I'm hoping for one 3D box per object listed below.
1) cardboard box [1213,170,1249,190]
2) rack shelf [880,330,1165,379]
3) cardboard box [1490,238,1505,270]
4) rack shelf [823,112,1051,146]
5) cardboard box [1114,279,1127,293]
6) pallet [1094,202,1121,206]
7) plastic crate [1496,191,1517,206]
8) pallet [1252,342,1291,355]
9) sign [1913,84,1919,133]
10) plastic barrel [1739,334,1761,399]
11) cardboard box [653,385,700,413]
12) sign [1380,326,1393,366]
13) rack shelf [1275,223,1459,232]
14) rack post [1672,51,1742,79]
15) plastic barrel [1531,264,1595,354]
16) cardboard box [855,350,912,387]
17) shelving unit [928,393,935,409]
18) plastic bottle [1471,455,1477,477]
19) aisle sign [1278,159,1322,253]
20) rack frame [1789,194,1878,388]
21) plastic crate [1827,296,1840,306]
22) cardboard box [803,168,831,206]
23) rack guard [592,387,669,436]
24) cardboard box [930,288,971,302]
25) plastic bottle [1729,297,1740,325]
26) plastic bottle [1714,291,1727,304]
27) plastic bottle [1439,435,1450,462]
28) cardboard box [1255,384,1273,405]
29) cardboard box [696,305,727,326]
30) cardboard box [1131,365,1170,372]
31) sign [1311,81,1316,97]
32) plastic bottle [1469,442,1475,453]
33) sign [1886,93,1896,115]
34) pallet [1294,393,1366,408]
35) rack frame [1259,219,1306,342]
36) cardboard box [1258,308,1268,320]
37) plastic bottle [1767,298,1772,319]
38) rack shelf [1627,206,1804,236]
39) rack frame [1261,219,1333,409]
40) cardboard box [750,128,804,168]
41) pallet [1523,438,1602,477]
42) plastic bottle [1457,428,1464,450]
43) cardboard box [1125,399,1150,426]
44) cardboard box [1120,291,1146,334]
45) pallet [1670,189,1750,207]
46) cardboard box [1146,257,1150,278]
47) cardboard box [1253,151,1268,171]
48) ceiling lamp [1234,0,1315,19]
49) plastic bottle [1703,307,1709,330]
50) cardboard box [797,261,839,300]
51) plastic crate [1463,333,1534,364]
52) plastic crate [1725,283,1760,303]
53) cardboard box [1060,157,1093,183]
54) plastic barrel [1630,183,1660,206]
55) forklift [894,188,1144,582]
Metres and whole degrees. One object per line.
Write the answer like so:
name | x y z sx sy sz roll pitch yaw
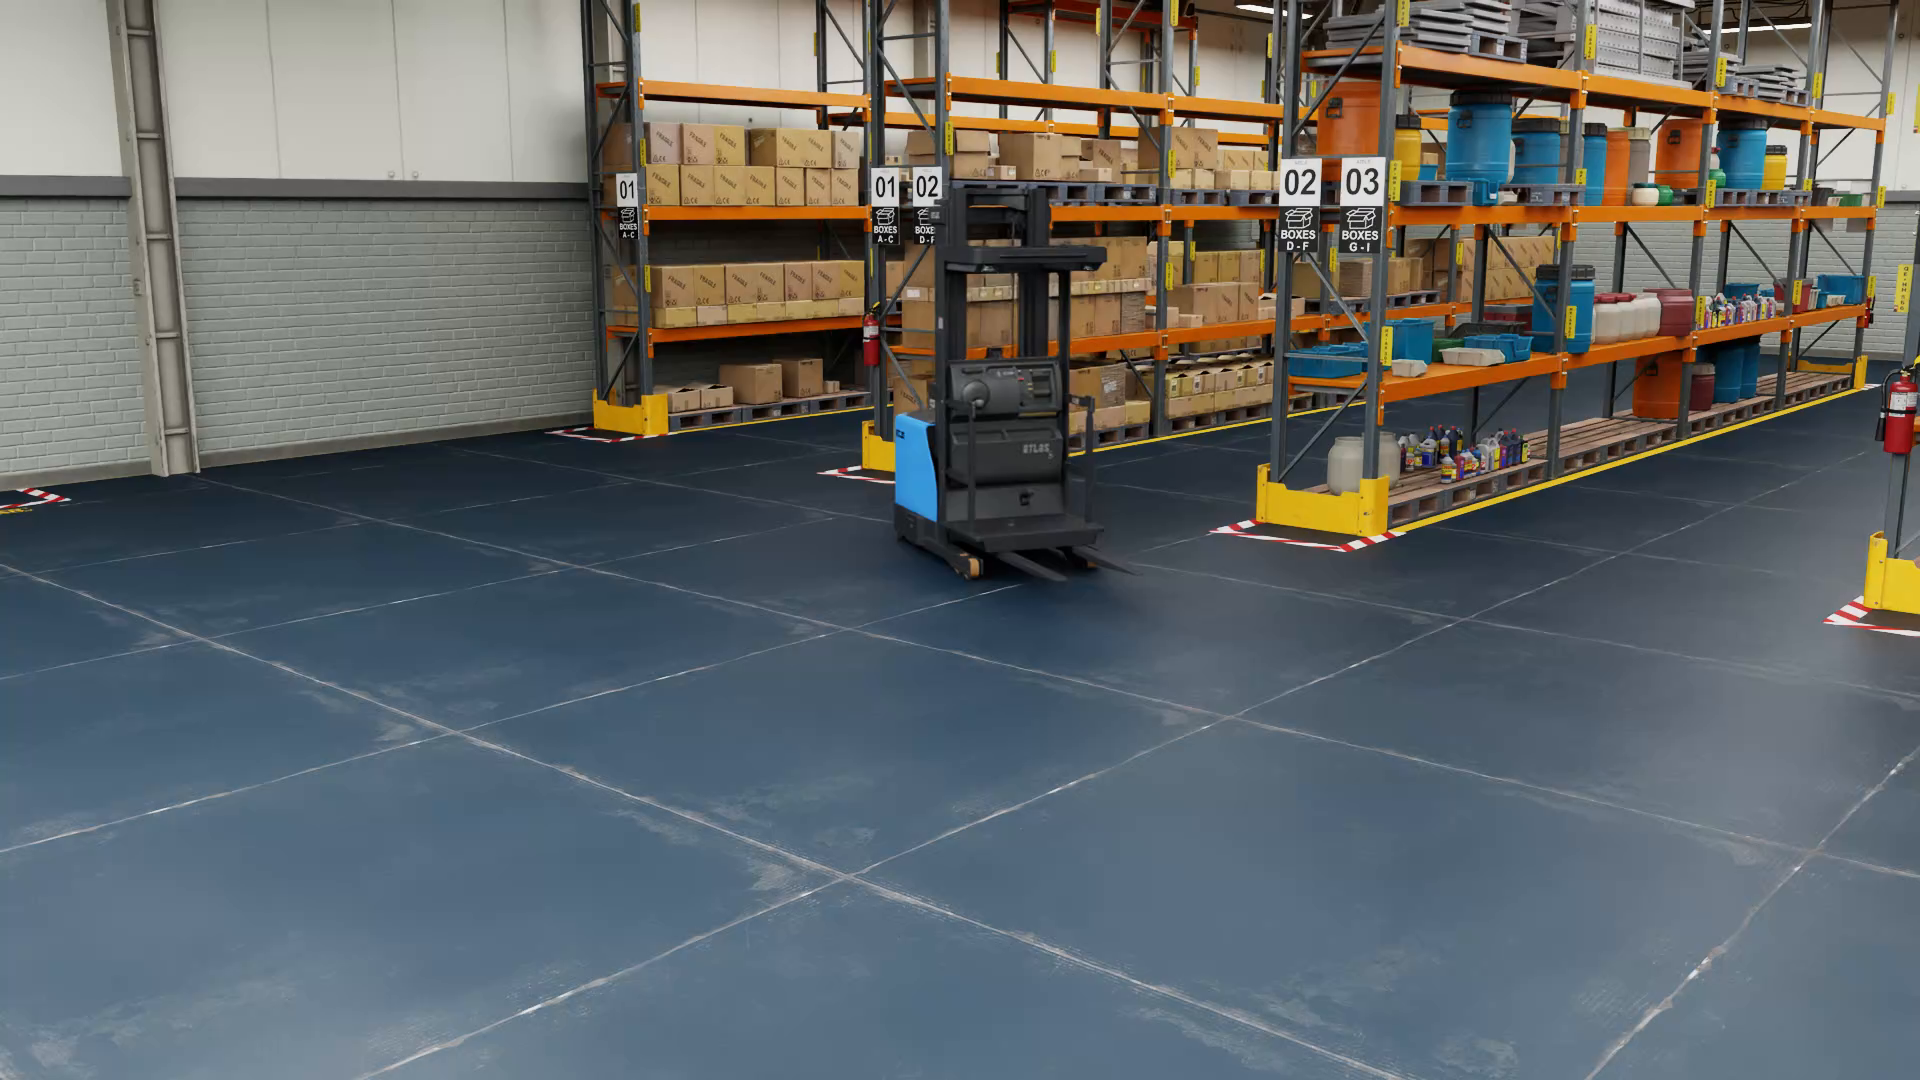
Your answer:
cardboard box | 3.425 -4.682 21.648 0.500 0.250 0.500 8 14 36
rack shelf | 0.797 -2.159 19.197 1.077 0.370 4.000 10 15 40
cardboard box | 8.600 -4.706 27.308 0.500 0.500 0.500 9 15 39
rack shelf | -0.286 -6.133 24.799 1.077 0.370 4.000 10 15 40
cardboard box | 1.763 -3.030 19.812 0.380 0.149 0.250 9 15 39
pallet | 2.155 -5.679 27.809 1.003 0.211 1.213 11 16 43
plastic crate | 5.080 -3.218 15.678 0.243 0.136 0.396 10 15 40
pallet | 5.846 -3.716 32.276 1.003 0.211 1.213 10 15 40
sign | 6.512 -2.916 11.231 0.100 0.325 0.005 10 15 40
plastic barrel | 10.744 -2.441 23.058 0.600 0.901 0.708 10 15 40
cardboard box | -3.723 -1.844 21.528 0.500 0.311 0.500 8 14 34
sign | 3.605 -1.640 14.057 0.100 0.325 0.005 10 15 40
rack shelf | 6.078 -4.806 24.796 1.077 0.370 4.000 10 15 40
rack post | 8.923 -5.770 20.317 0.954 0.300 0.937 10 15 40
plastic barrel | 6.318 -2.428 17.430 0.600 0.901 0.708 10 15 40
cardboard box | -1.133 -2.546 24.558 0.700 0.500 0.500 10 15 42
shelving unit | -0.148 -0.686 14.581 0.189 1.200 0.258 -4 12 -21
plastic bottle | 4.984 -0.726 16.208 0.097 0.201 0.097 0 11 0
aisle sign | 2.924 -2.879 14.328 0.394 0.787 0.004 10 15 40
rack frame | 13.757 -3.930 26.230 1.000 3.000 0.127 10 15 40
plastic crate | 13.152 -3.646 25.328 0.396 0.136 0.243 10 15 40
cardboard box | -2.098 -4.796 22.601 0.500 0.500 0.500 8 14 36
rack guard | -4.197 -1.642 21.158 1.175 0.500 0.348 10 15 40
cardboard box | -0.103 -2.614 17.729 0.380 0.149 0.250 10 15 40
plastic bottle | 10.028 -2.978 21.588 0.144 0.351 0.185 10 15 40
plastic bottle | 10.614 -3.302 23.209 0.144 0.351 0.185 10 15 40
plastic bottle | 4.986 -0.940 17.103 0.097 0.271 0.097 0 11 0
cardboard box | 3.922 -1.993 22.478 0.500 0.250 0.500 10 15 42
cardboard box | -3.354 -2.902 21.415 0.500 0.250 0.500 9 15 39
cardboard box | 2.508 -2.112 21.644 0.500 0.311 0.500 10 15 42
sign | 6.713 -8.578 31.594 0.100 0.325 0.005 10 15 40
plastic bottle | 5.096 -0.831 16.524 0.061 0.283 0.133 10 15 40
sign | 14.181 -6.645 25.330 0.100 0.325 0.005 10 15 40
pallet | 5.279 -2.132 24.344 1.003 0.211 1.213 10 15 40
rack frame | 6.315 -5.211 32.643 1.000 3.000 0.127 10 15 40
cardboard box | 3.958 -3.076 22.595 0.250 0.149 0.380 -11 16 -43
plastic bottle | 10.980 -3.145 22.595 0.061 0.283 0.133 10 15 40
rack shelf | 9.796 -4.166 21.587 1.077 0.370 4.000 10 15 40
rack frame | 4.757 -3.394 23.546 1.000 3.000 0.127 10 15 40
cardboard box | -2.424 -5.197 22.053 0.500 0.500 0.500 9 14 38
pallet | 6.325 -0.918 18.267 1.003 0.211 1.213 10 15 40
plastic bottle | 5.296 -1.052 17.663 0.097 0.271 0.097 0 11 0
cardboard box | 1.975 -1.567 20.345 0.500 0.250 0.500 10 15 40
cardboard box | 1.829 -2.788 20.259 0.700 0.500 0.500 9 15 39
pallet | 9.054 -4.231 20.562 1.003 0.211 1.213 10 15 40
cardboard box | 2.892 -4.578 28.405 0.500 0.500 0.500 10 15 40
cardboard box | 5.360 -6.938 30.772 0.500 0.500 0.500 9 14 38
ceiling lamp | 5.231 -9.941 26.106 0.800 3.185 2.000 10 15 40
plastic bottle | 9.256 -2.760 20.670 0.061 0.283 0.133 10 15 40
cardboard box | -2.011 -3.566 22.823 0.500 0.500 0.500 10 15 40
plastic crate | 5.309 -1.894 16.414 0.499 0.251 0.616 10 15 40
plastic crate | 11.168 -3.476 23.844 0.392 0.384 0.575 10 15 40
cardboard box | 1.230 -4.388 19.661 0.500 0.311 0.500 9 14 37
plastic barrel | 7.812 -3.939 18.969 0.301 0.262 0.301 0 11 0
forklift | 0.447 -1.230 12.888 1.130 2.935 3.031 -4 12 -21
